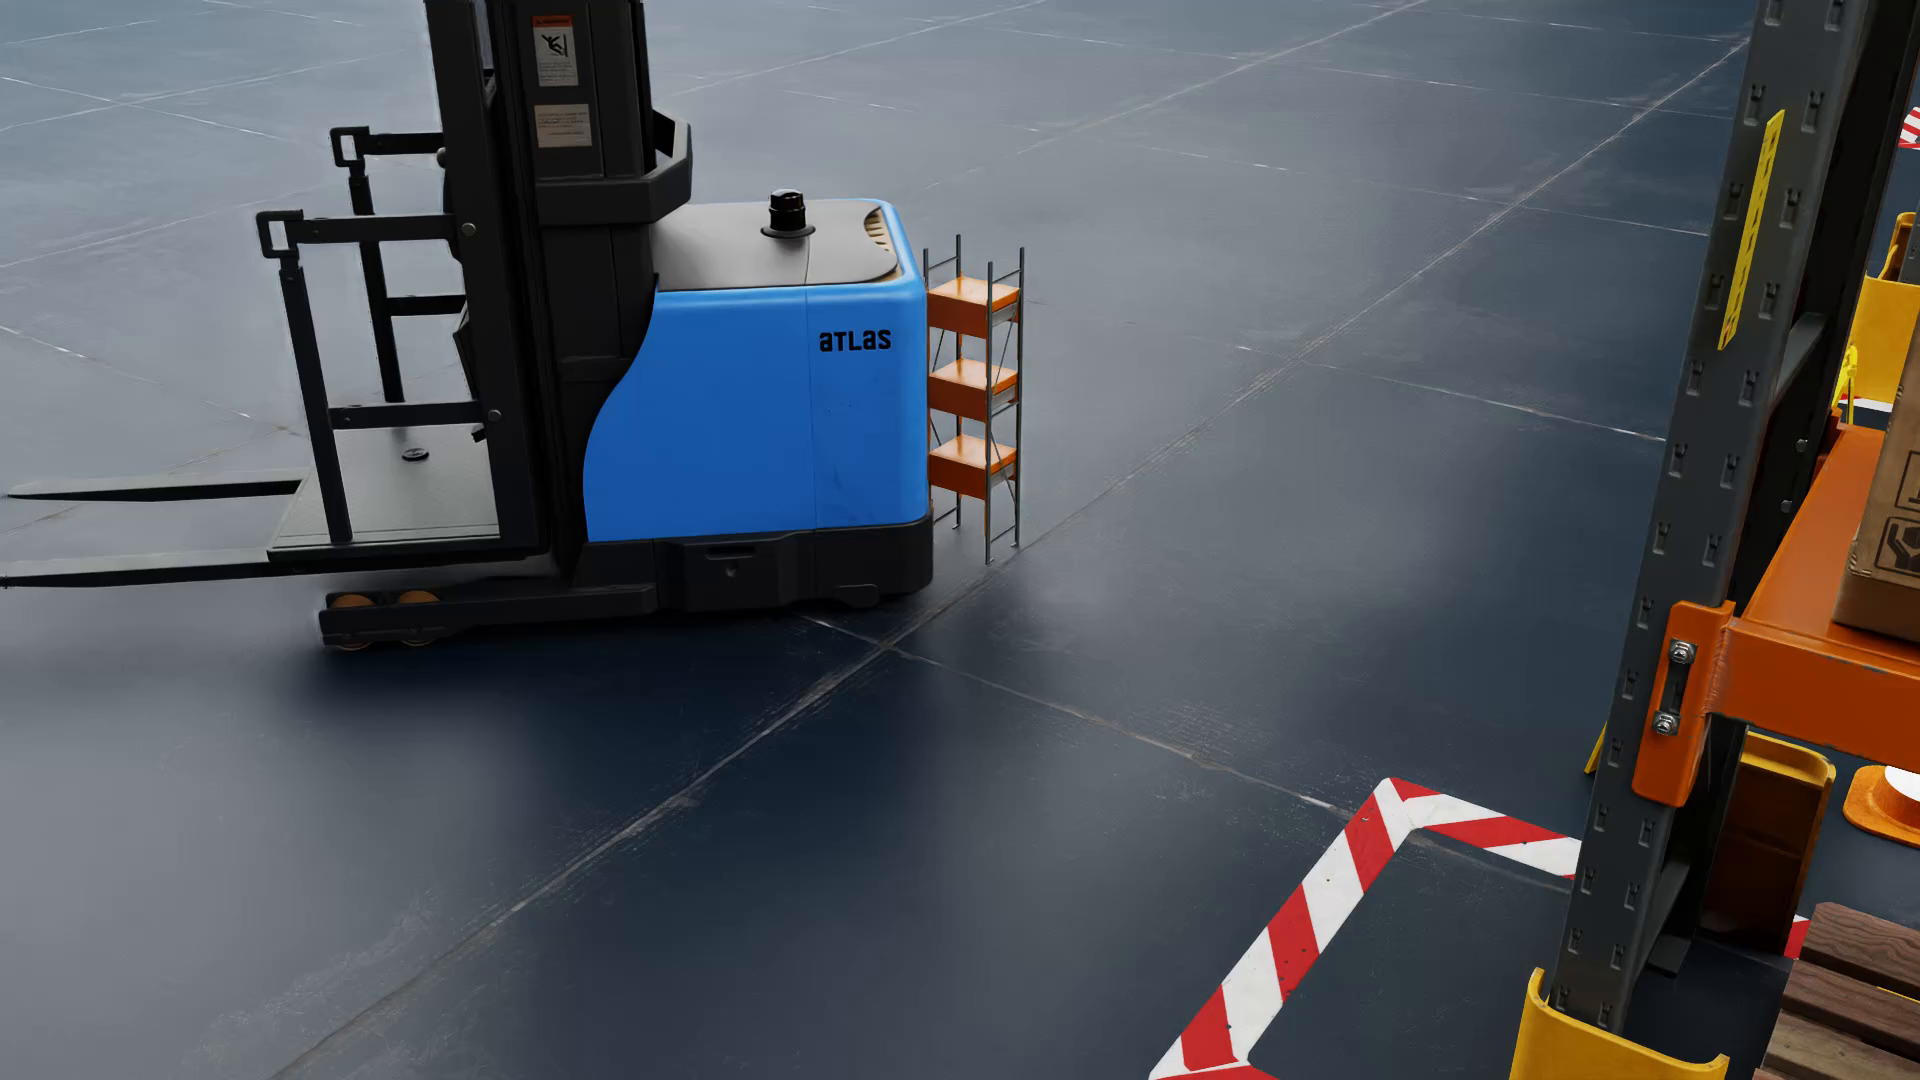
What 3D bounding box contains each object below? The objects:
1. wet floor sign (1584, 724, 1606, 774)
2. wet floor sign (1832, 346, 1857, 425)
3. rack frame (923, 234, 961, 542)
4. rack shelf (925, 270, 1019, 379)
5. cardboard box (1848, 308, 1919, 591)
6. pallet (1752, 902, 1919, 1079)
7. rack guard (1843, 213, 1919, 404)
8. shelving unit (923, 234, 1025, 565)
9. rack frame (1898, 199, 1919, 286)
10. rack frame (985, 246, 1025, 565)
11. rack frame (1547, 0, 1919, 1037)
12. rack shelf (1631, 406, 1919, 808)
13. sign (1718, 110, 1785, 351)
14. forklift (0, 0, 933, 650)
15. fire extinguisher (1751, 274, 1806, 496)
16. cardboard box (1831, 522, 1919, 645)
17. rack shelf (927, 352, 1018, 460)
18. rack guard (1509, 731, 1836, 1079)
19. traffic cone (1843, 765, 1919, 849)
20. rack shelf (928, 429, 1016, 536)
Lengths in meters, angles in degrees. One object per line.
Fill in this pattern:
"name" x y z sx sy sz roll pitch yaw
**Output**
"wet floor sign" 1.869 0.350 4.350 0.267 0.644 0.232 -18 32 -31
"wet floor sign" 2.994 -0.345 5.716 0.232 0.644 0.267 12 29 22
"rack frame" -0.056 -0.485 5.546 0.008 1.050 0.200 17 32 30
"rack shelf" 0.044 -0.698 5.361 0.240 0.259 0.215 17 32 30
"cardboard box" 1.654 -0.202 2.402 0.500 0.500 0.500 17 31 30
"pallet" 2.132 1.234 3.093 1.213 0.211 1.003 17 32 30
"rack guard" 4.120 -1.019 7.201 0.348 0.500 1.175 17 32 30
"shelving unit" 0.044 -0.454 5.485 0.252 1.050 0.215 17 32 30
"rack frame" 4.139 -2.127 6.622 0.127 3.000 1.000 17 32 30
"rack frame" 0.145 -0.423 5.423 0.008 1.050 0.200 17 32 30
"rack frame" 1.420 -0.250 2.935 0.127 3.000 1.000 17 32 30
"rack shelf" 3.069 0.584 2.089 4.000 0.370 1.077 17 32 30
"sign" 1.113 -0.433 2.340 0.005 0.325 0.100 17 32 30
"forklift" -1.646 -1.224 4.924 3.031 2.935 1.130 -3 27 -7
"fire extinguisher" 1.587 -0.417 3.348 0.183 0.674 0.296 17 32 30
"cardboard box" 1.583 0.026 2.668 0.250 0.149 0.380 17 32 31
"rack shelf" 0.044 -0.445 5.490 0.240 0.259 0.215 17 32 30
"rack guard" 1.483 0.883 3.463 0.348 0.500 1.175 17 32 30
"traffic cone" 2.505 0.508 4.241 0.334 0.463 0.336 17 32 30
"rack shelf" 0.044 -0.197 5.616 0.240 0.259 0.215 17 32 30
